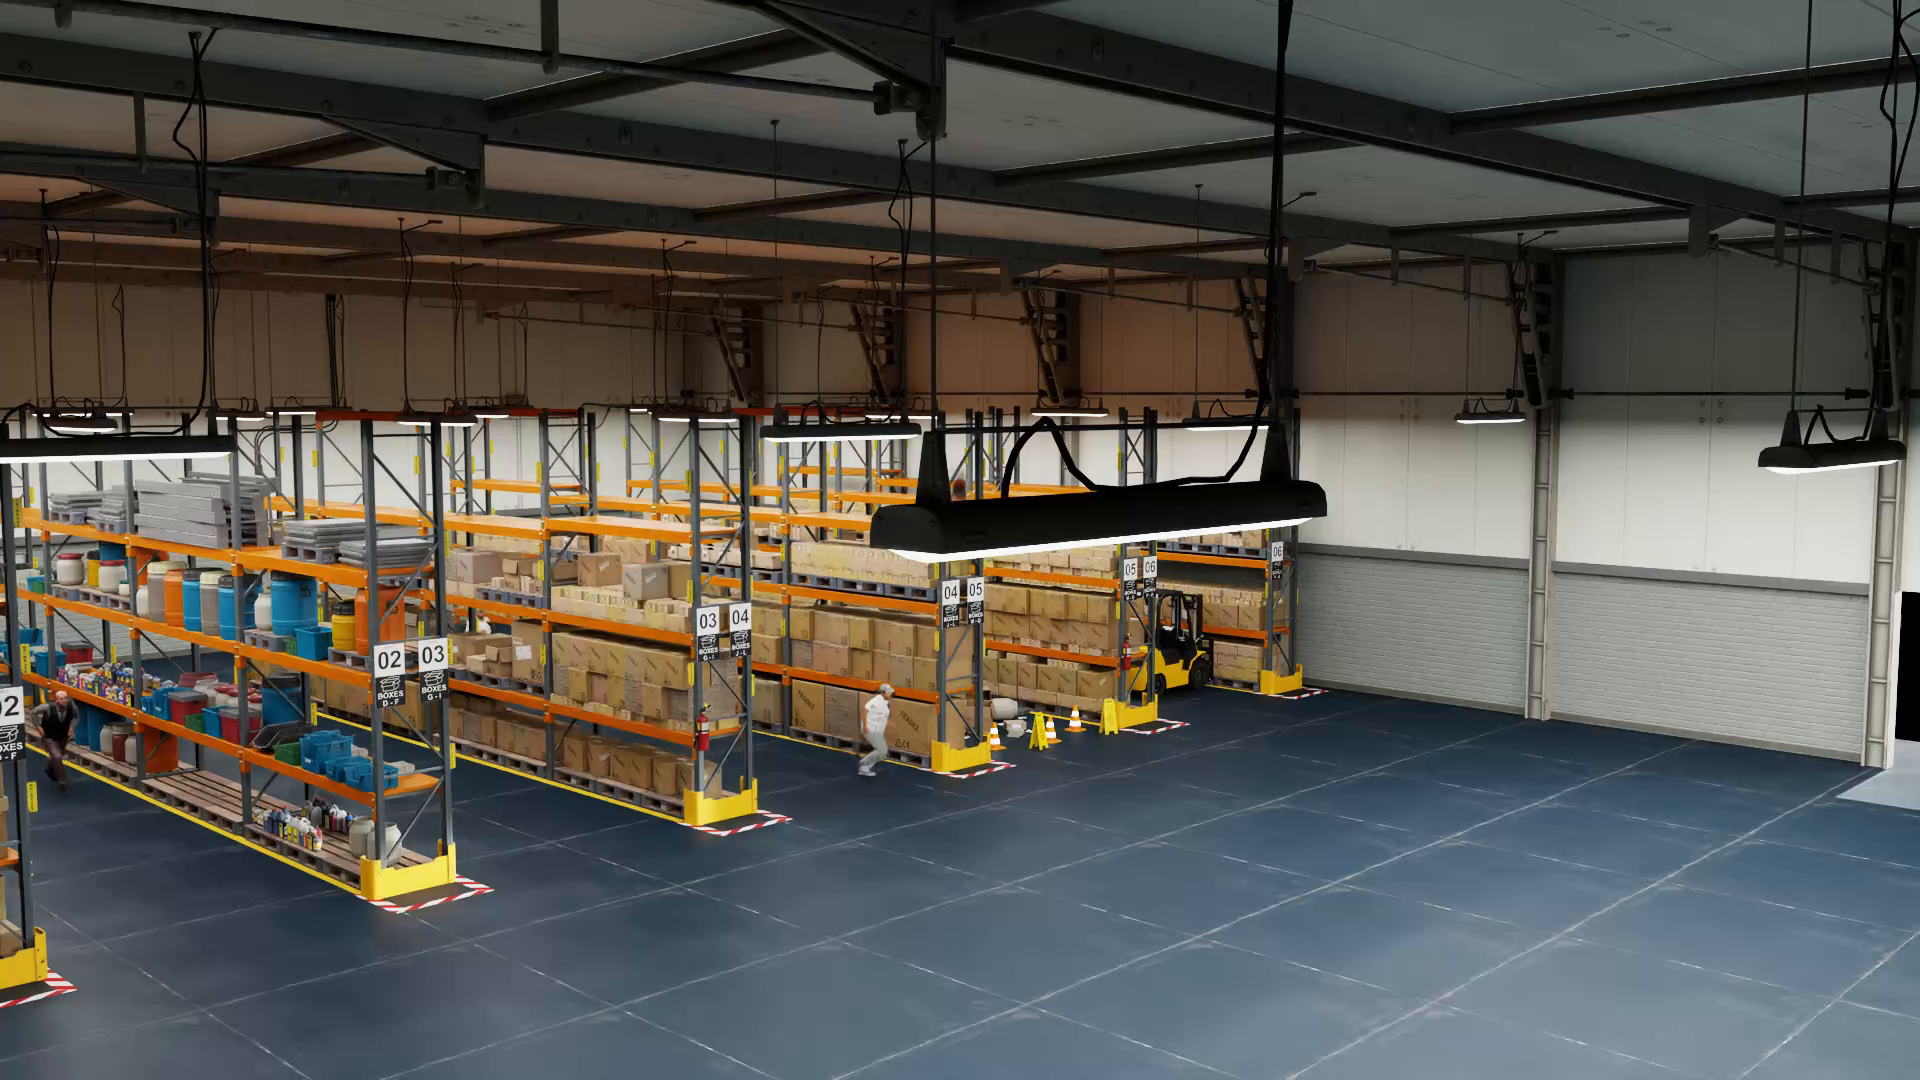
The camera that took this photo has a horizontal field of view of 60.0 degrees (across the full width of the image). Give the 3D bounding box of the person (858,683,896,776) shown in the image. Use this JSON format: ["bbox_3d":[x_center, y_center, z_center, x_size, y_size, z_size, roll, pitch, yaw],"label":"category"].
[{"bbox_3d":[-1.371,3.128,27.346,0.633,1.557,0.627,2,5,17],"label":"person"}]

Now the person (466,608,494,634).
[{"bbox_3d":[-10.304,2.273,35.664,0.943,1.765,0.674,5,7,44],"label":"person"}]

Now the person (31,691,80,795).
[{"bbox_3d":[-14.419,3.177,26.485,0.697,1.658,0.981,-5,7,-45],"label":"person"}]
